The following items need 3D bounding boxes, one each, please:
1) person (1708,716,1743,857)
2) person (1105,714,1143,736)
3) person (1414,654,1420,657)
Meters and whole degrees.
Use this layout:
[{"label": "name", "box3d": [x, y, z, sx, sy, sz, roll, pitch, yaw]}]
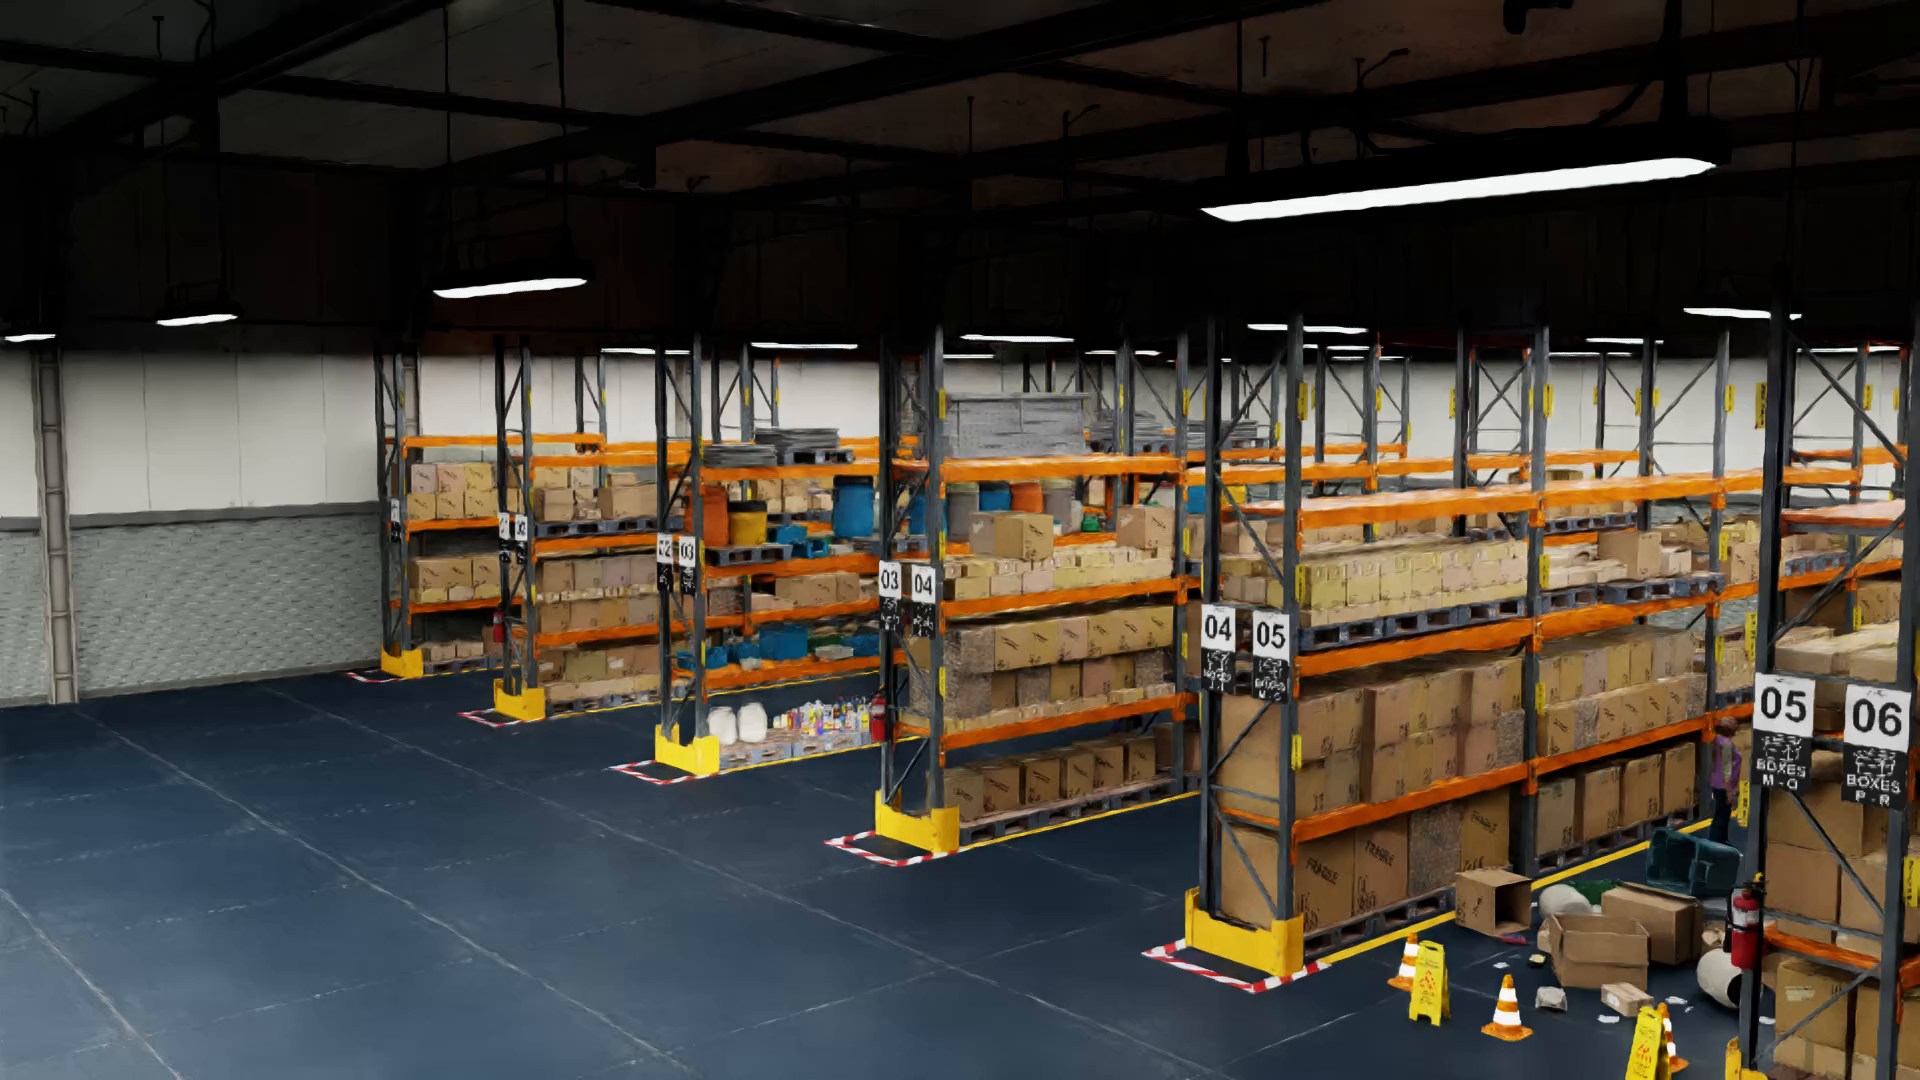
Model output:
[{"label": "person", "box3d": [8.362, 2.708, 18.126, 0.399, 1.602, 0.469, 2, 6, 19]}, {"label": "person", "box3d": [2.418, 2.110, 24.825, 1.090, 1.565, 0.481, -5, 7, -43]}, {"label": "person", "box3d": [6.421, 2.177, 22.839, 0.442, 1.795, 0.693, 4, 6, 36]}]
